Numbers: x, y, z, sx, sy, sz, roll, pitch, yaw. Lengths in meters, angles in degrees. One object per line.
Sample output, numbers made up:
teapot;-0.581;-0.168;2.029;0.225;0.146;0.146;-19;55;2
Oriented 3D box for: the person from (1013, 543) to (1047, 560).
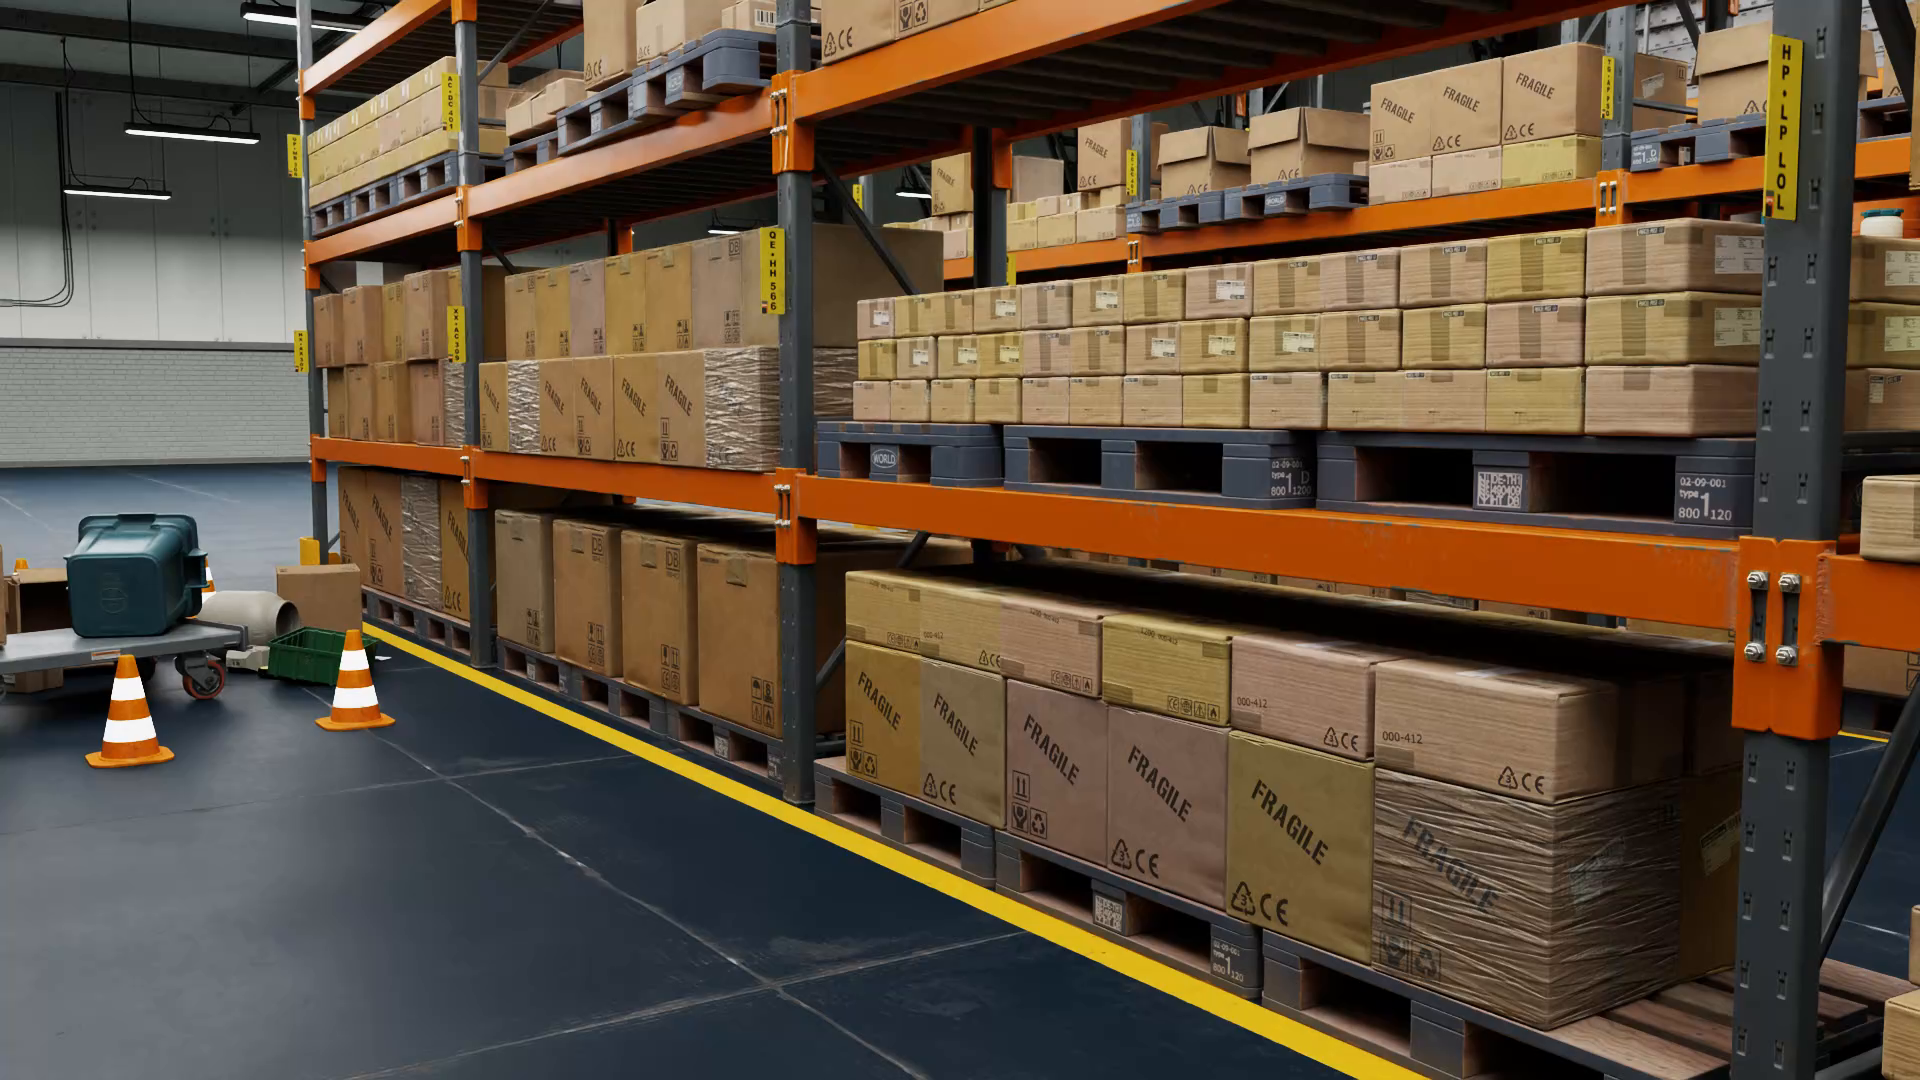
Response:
person;0.282;-0.138;10.656;0.461;1.650;0.505;2;5;28
